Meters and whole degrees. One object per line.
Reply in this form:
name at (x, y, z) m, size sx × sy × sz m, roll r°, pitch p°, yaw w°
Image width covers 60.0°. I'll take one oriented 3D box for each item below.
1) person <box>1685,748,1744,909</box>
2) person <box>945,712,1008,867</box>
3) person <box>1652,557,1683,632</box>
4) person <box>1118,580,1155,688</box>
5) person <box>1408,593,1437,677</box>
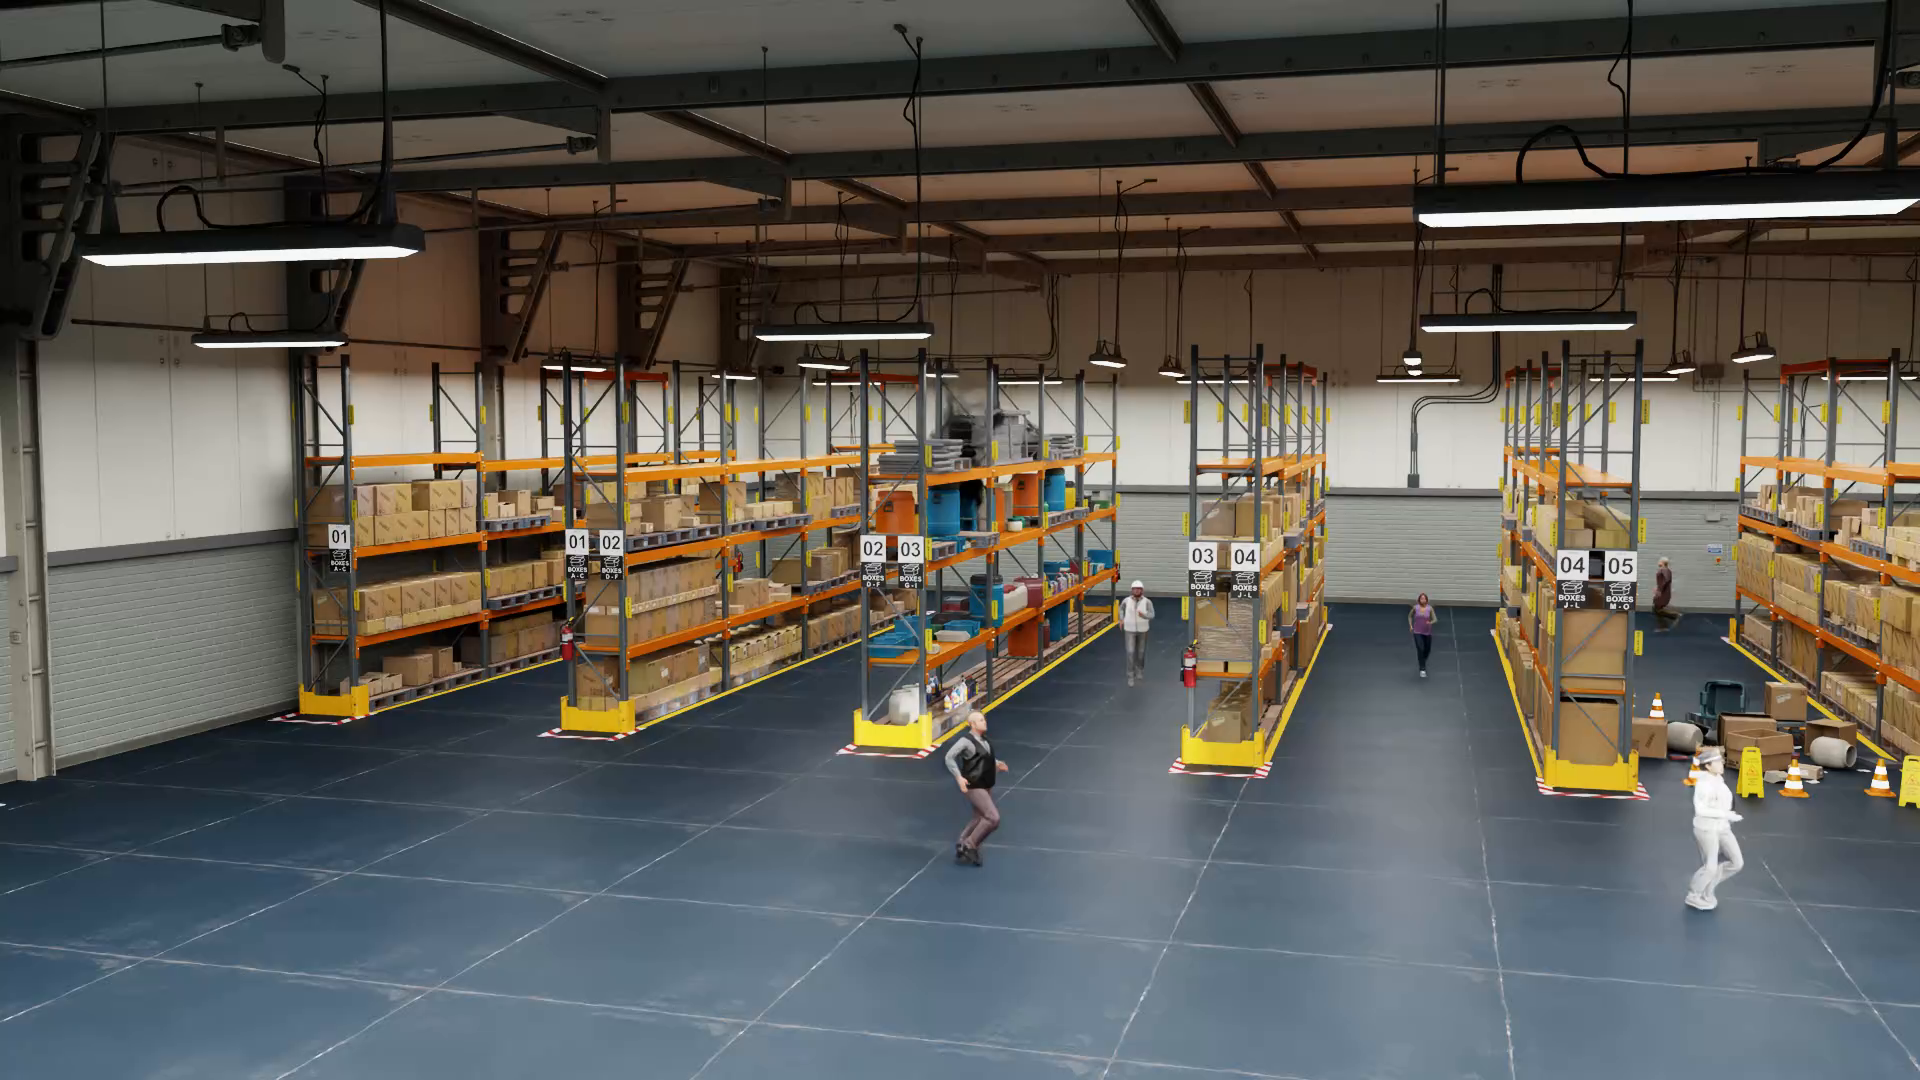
person at (7.620, 2.908, 16.710) m, size 0.591 × 1.656 × 0.598 m, roll -3°, pitch 5°, yaw -38°
person at (0.221, 2.762, 18.453) m, size 0.683 × 1.703 × 0.633 m, roll 2°, pitch 5°, yaw 29°
person at (16.282, 1.275, 38.283) m, size 0.708 × 1.760 × 0.722 m, roll 2°, pitch 5°, yaw 30°
person at (3.095, 1.628, 29.201) m, size 0.628 × 1.843 × 0.771 m, roll 0°, pitch 4°, yaw 4°
person at (8.893, 1.804, 31.989) m, size 0.538 × 1.576 × 0.804 m, roll 1°, pitch 4°, yaw 11°
